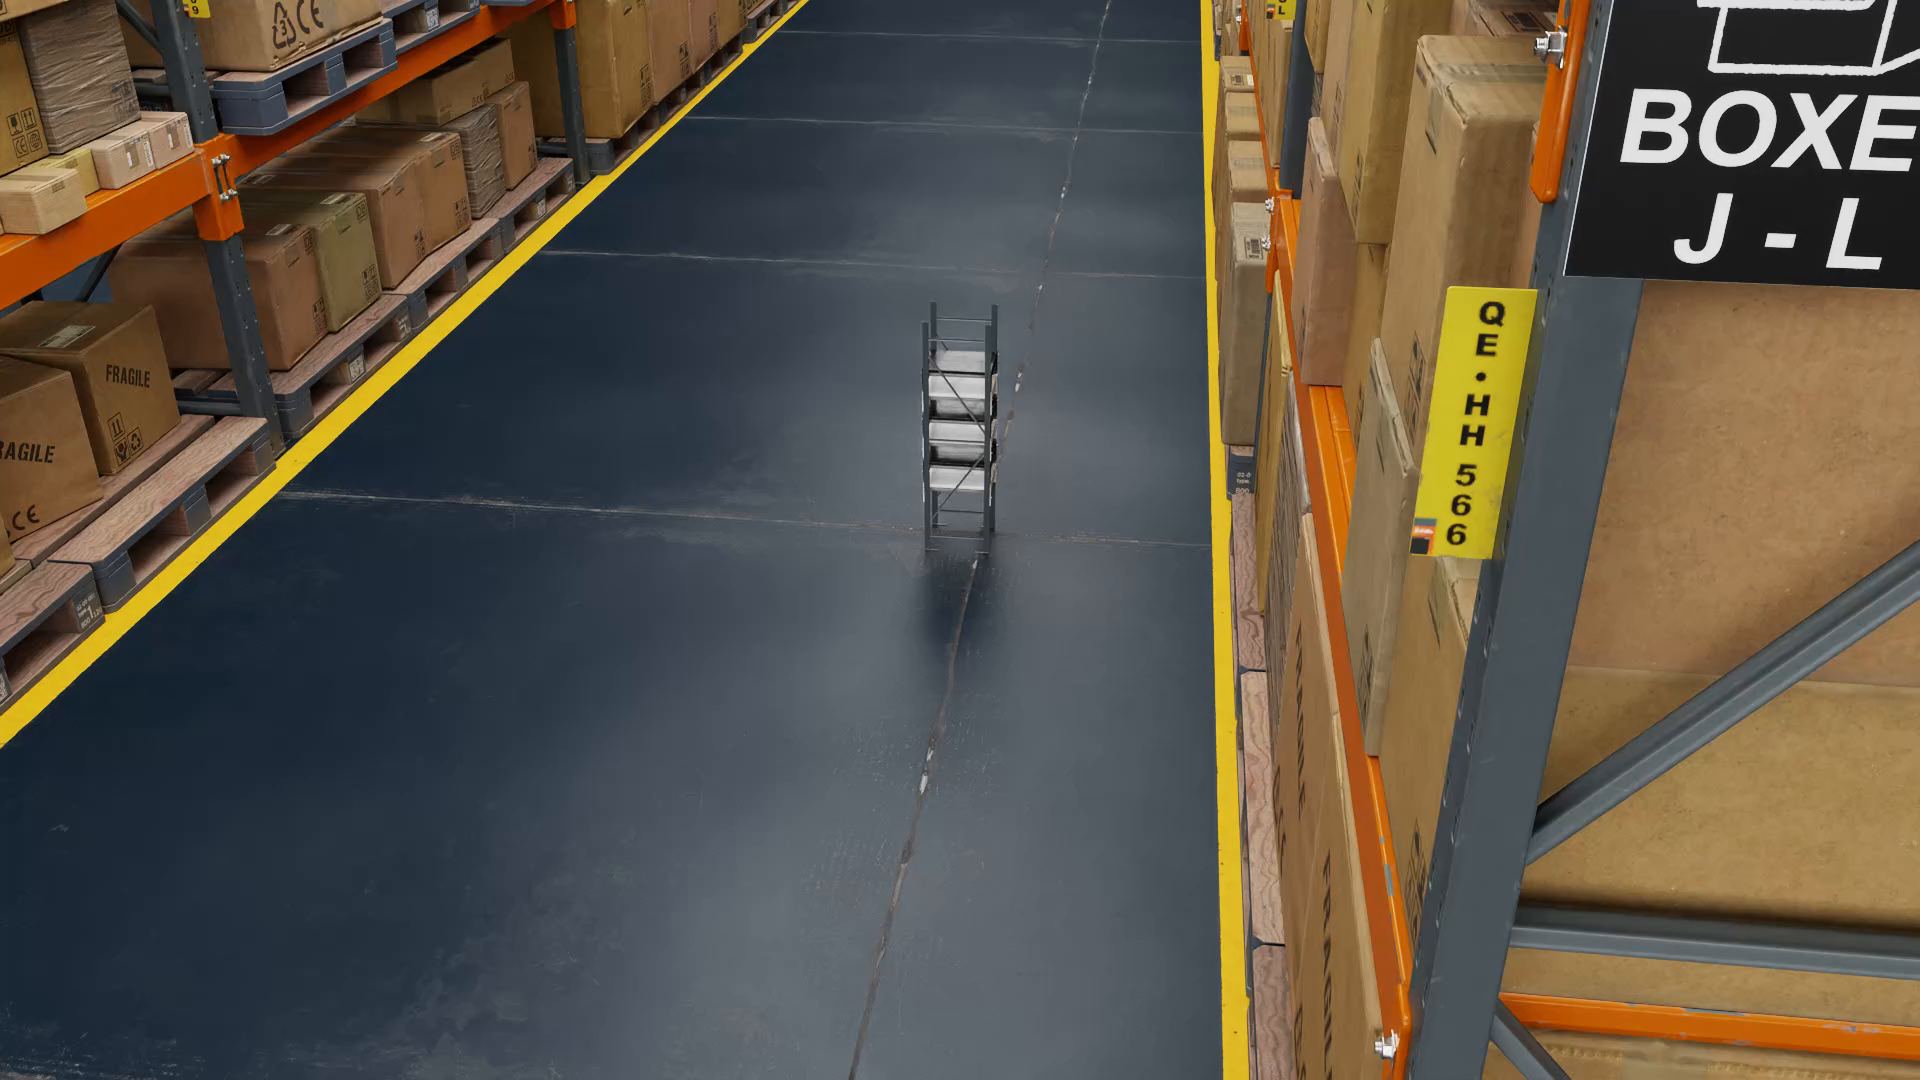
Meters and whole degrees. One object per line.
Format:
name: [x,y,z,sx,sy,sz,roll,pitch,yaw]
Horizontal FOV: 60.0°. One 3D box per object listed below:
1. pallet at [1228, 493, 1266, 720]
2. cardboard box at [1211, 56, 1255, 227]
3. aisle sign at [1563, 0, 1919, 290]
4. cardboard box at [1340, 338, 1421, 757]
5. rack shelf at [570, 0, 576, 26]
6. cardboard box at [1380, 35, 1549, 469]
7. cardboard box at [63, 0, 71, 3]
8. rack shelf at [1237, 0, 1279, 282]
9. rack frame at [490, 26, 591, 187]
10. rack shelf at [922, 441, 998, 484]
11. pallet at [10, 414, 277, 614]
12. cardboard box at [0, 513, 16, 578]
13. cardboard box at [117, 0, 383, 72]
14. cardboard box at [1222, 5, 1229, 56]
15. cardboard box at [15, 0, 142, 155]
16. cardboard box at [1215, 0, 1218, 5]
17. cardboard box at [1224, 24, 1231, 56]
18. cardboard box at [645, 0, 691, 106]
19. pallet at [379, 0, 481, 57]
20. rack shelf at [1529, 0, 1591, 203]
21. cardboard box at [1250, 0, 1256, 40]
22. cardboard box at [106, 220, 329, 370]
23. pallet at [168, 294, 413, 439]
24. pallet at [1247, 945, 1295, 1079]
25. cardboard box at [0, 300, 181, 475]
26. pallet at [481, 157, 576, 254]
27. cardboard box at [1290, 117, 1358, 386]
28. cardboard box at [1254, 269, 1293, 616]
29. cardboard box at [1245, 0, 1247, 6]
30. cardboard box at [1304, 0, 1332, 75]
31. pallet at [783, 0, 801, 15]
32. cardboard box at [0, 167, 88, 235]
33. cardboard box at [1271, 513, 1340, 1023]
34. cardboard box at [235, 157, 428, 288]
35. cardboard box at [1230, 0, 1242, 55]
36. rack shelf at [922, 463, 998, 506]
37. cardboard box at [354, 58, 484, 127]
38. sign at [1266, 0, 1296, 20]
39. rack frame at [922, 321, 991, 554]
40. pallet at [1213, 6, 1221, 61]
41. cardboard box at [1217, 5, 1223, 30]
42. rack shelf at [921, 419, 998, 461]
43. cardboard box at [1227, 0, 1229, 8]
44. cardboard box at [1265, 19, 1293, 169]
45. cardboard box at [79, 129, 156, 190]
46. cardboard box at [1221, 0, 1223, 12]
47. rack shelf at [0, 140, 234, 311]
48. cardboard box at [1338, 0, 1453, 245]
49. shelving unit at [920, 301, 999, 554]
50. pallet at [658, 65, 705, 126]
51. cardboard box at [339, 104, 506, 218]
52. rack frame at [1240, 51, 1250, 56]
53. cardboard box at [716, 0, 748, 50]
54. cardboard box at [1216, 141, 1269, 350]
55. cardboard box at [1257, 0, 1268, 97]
pallet: [1.427,0.226,5.608,1.003,0.211,1.213,3,28,6]
cardboard box: [1.924,-2.151,9.009,1.050,0.750,0.750,3,28,6]
aisle sign: [0.801,-0.601,1.462,0.394,0.787,0.004,3,28,6]
cardboard box: [1.154,0.024,2.884,0.875,0.550,0.550,3,28,6]
rack shelf: [-2.577,-4.199,11.639,1.077,0.370,4.000,3,28,6]
cardboard box: [1.167,-0.450,2.627,0.875,0.550,0.550,3,28,6]
cardboard box: [-3.094,-2.078,5.472,0.500,0.500,0.500,3,28,6]
rack shelf: [1.843,-1.980,7.521,1.077,0.370,4.000,3,28,6]
rack frame: [-2.822,-3.574,9.721,1.000,3.000,0.127,3,28,6]
rack shelf: [0.001,-0.291,6.102,0.258,0.077,0.200,3,28,6]
pallet: [-3.360,-0.145,6.297,1.003,0.211,1.213,3,28,6]
cardboard box: [-3.462,-0.023,5.322,0.500,0.500,0.500,1,28,2]
cardboard box: [-3.076,-2.506,6.663,1.000,1.000,1.000,4,29,7]
cardboard box: [2.161,-3.624,12.006,0.500,0.500,0.500,5,29,8]
cardboard box: [-3.429,-1.658,5.745,0.875,0.500,0.500,3,28,6]
cardboard box: [2.415,-4.742,14.453,0.380,0.149,0.250,3,28,6]
cardboard box: [2.025,-3.141,11.111,0.500,0.500,0.500,2,28,4]
cardboard box: [-2.600,-3.566,11.504,1.225,0.875,0.875,3,29,6]
pallet: [-3.024,-2.555,8.033,1.003,0.211,1.213,3,28,6]
rack shelf: [1.353,-1.418,3.315,1.077,0.370,4.000,3,28,6]
cardboard box: [1.643,-2.610,7.826,0.500,0.500,0.500,3,28,6]
cardboard box: [-3.216,-1.072,7.249,0.700,0.500,0.500,1,28,2]
pallet: [-3.219,-0.830,7.568,1.003,0.211,1.213,3,28,6]
pallet: [1.128,1.374,3.476,1.003,0.211,1.213,3,28,6]
cardboard box: [-3.401,-0.589,6.374,0.500,0.500,0.500,3,28,5]
pallet: [-2.920,-1.978,9.700,1.003,0.211,1.213,3,28,6]
cardboard box: [1.337,-0.739,4.301,0.875,0.550,0.550,3,28,6]
cardboard box: [1.451,-0.313,5.465,0.875,0.875,0.875,4,29,7]
cardboard box: [1.765,-3.086,8.711,0.500,0.500,0.500,4,29,7]
cardboard box: [1.518,-1.725,4.992,0.875,0.550,0.550,3,28,6]
pallet: [-2.014,-5.158,15.602,1.003,0.211,1.213,3,28,6]
cardboard box: [-3.097,-1.107,5.406,0.380,0.149,0.250,3,28,6]
cardboard box: [1.231,0.541,3.881,0.875,0.875,0.875,3,28,5]
cardboard box: [-3.071,-1.559,8.152,0.700,0.500,0.500,1,28,2]
cardboard box: [1.963,-3.228,10.481,0.500,0.250,0.500,4,29,7]
rack shelf: [0.001,-0.212,6.145,0.258,0.077,0.200,3,28,6]
cardboard box: [-2.930,-2.430,8.979,0.500,0.250,0.500,7,29,12]
sign: [1.058,-1.857,5.397,0.100,0.325,0.005,3,28,6]
rack frame: [-0.011,-0.352,5.955,0.240,0.900,0.006,3,28,6]
pallet: [2.625,-4.211,13.845,1.003,0.211,1.213,3,28,6]
cardboard box: [2.288,-4.255,13.549,0.380,0.149,0.250,4,29,7]
rack shelf: [0.001,-0.371,6.059,0.258,0.077,0.200,3,28,6]
cardboard box: [2.162,-3.952,11.825,0.500,0.250,0.500,4,29,8]
cardboard box: [1.396,-1.660,6.064,0.500,0.500,0.500,3,28,6]
cardboard box: [-3.087,-1.345,5.849,0.380,0.149,0.250,3,28,6]
cardboard box: [2.301,-4.348,13.408,0.380,0.149,0.250,4,29,7]
rack shelf: [-3.558,-0.433,4.649,1.077,0.370,4.000,3,28,6]
cardboard box: [1.307,-0.963,3.578,0.875,0.550,0.500,3,28,6]
shelving unit: [0.001,-0.400,6.044,0.258,0.900,0.210,3,28,6]
pallet: [-2.499,-3.286,12.126,1.003,0.211,1.213,3,28,6]
cardboard box: [-2.940,-2.089,9.136,0.700,0.500,0.500,1,28,2]
rack frame: [2.088,-3.238,9.098,1.000,3.000,0.127,3,28,6]
cardboard box: [-2.391,-4.404,13.059,1.225,0.875,0.875,3,29,6]
cardboard box: [1.707,-1.301,7.431,1.050,0.750,0.750,3,28,6]
cardboard box: [1.520,-2.136,6.947,0.500,0.500,0.500,4,29,7]
